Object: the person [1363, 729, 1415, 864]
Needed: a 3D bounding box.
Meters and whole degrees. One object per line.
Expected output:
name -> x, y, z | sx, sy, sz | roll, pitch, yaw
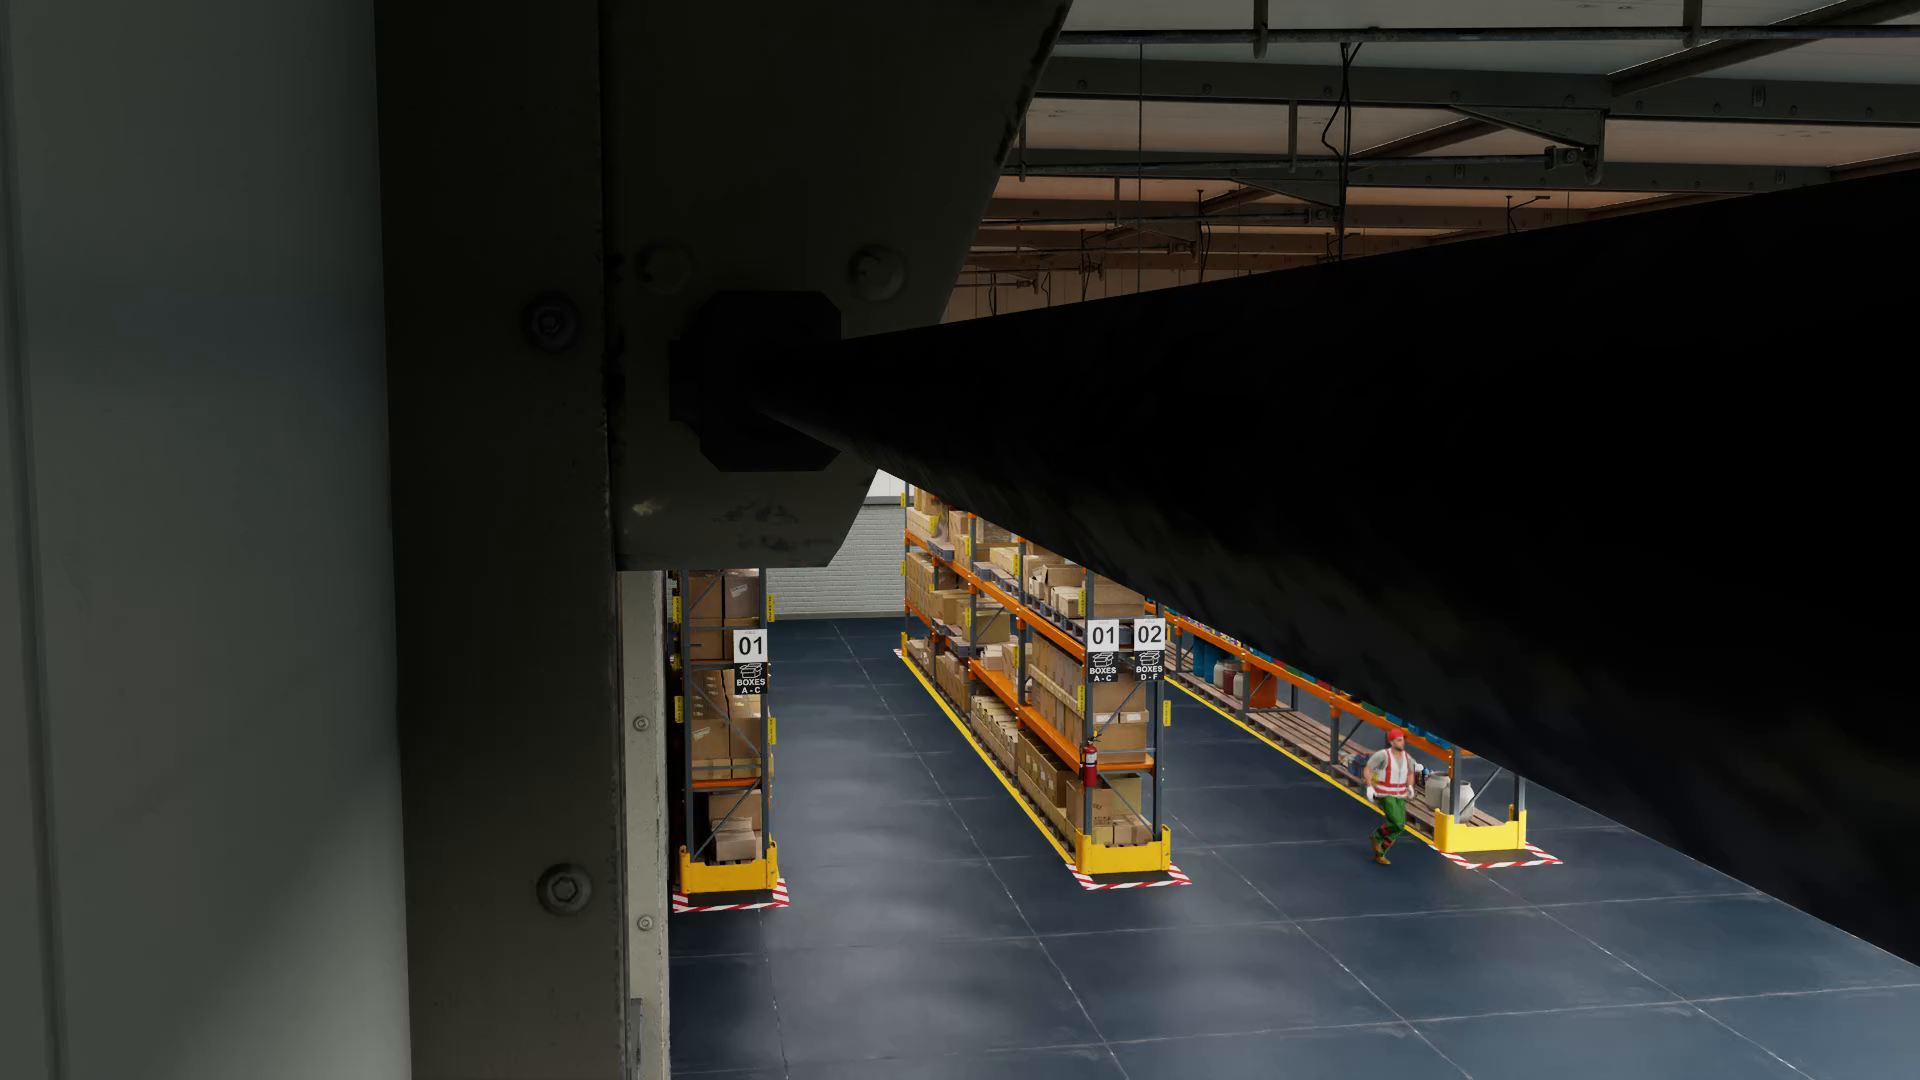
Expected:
person -> 5.561, 3.277, 21.222 | 0.684, 1.724, 0.557 | -3, 7, -24
